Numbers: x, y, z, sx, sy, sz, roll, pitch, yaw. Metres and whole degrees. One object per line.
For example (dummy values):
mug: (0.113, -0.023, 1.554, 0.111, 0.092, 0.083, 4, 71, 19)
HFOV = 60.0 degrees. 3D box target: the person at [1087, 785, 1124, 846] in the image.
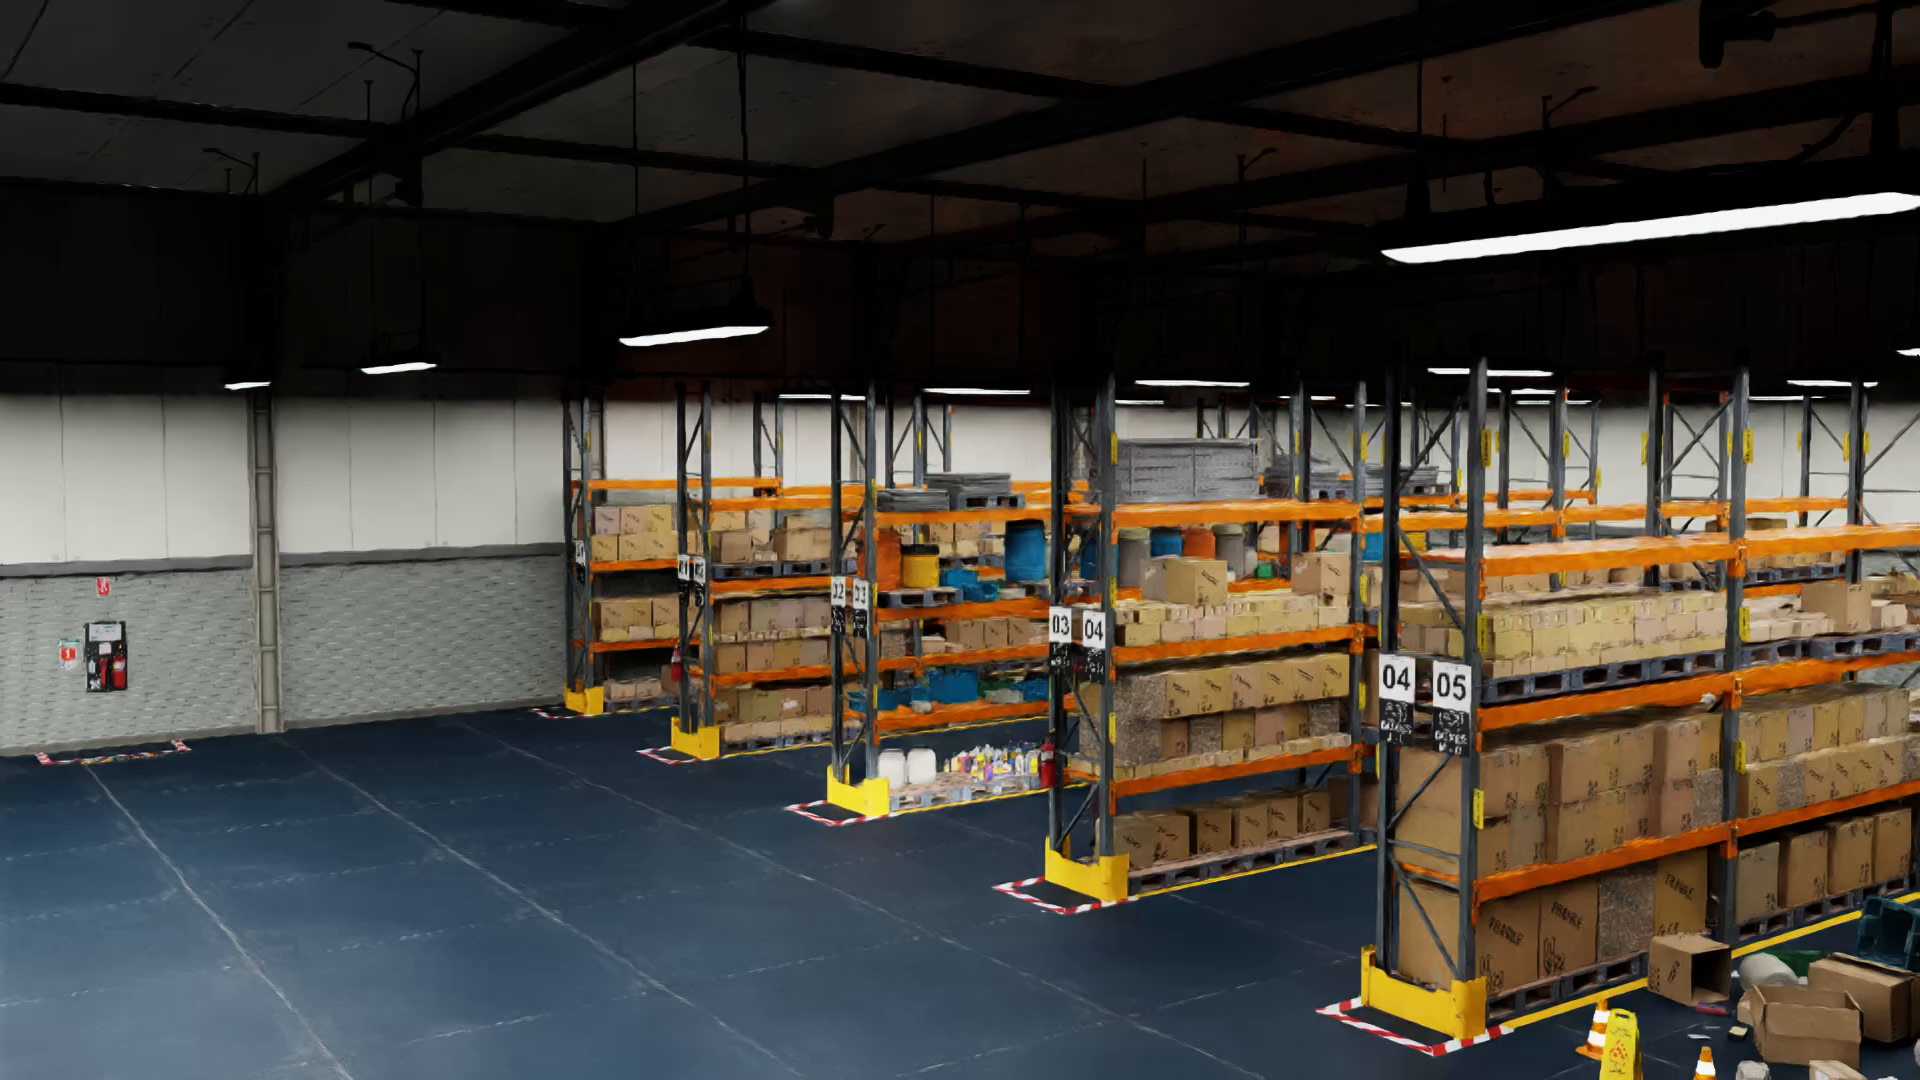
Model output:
person: (1.868, 2.967, 21.063, 0.554, 1.748, 0.564, 0, 4, -1)

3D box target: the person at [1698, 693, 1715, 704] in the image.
person: (10.385, 2.883, 22.996, 1.093, 1.583, 0.478, -3, 5, -37)
